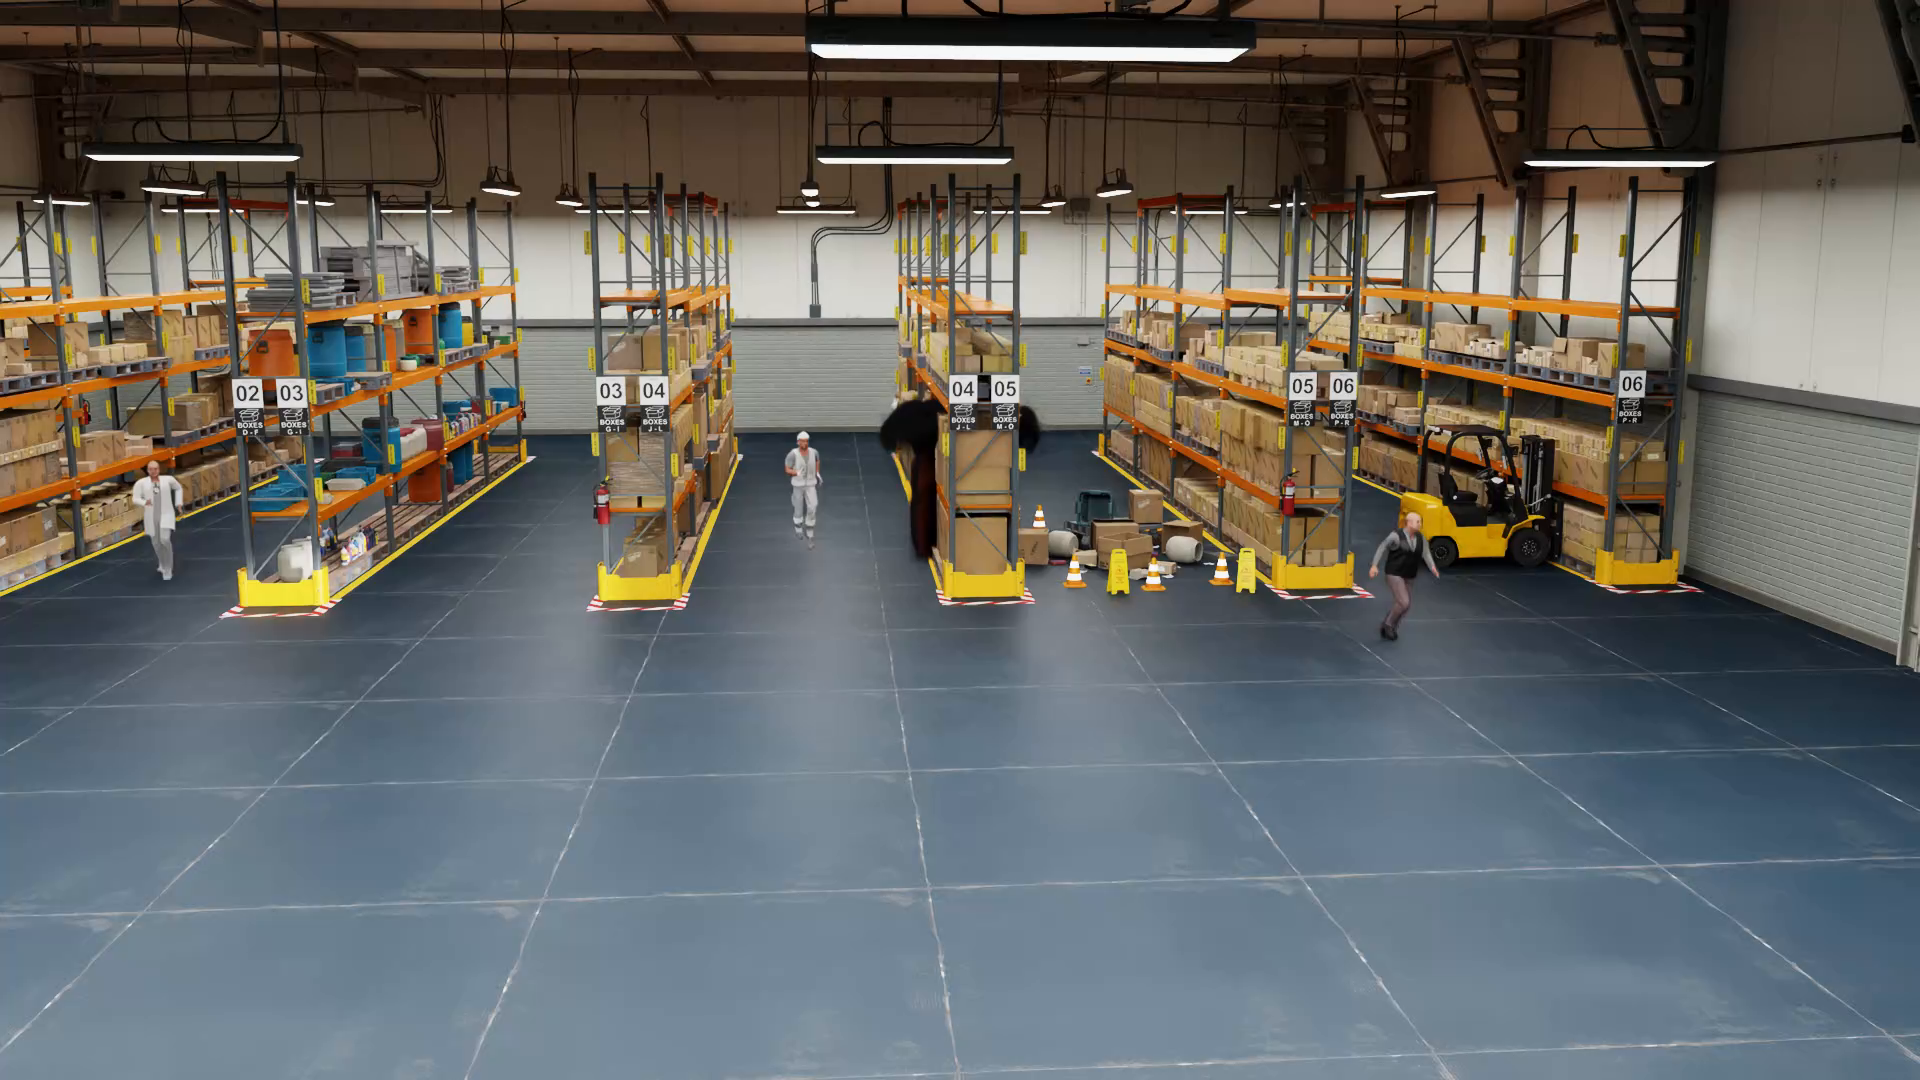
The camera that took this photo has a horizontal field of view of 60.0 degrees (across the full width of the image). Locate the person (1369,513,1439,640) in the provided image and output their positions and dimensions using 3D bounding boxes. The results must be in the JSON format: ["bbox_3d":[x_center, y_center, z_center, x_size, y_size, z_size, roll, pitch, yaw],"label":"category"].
[{"bbox_3d":[5.680,0.466,21.167,0.641,1.665,0.803,-5,11,-25],"label":"person"}]

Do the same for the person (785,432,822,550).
[{"bbox_3d":[-2.477,-0.793,26.503,0.627,1.885,0.816,-3,10,-14],"label":"person"}]

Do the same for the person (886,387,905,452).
[{"bbox_3d":[-1.525,-2.933,40.701,0.536,1.608,0.589,-8,13,-37],"label":"person"}]

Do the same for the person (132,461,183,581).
[{"bbox_3d":[-12.194,-0.294,25.298,0.644,1.837,0.882,-3,10,-14],"label":"person"}]
